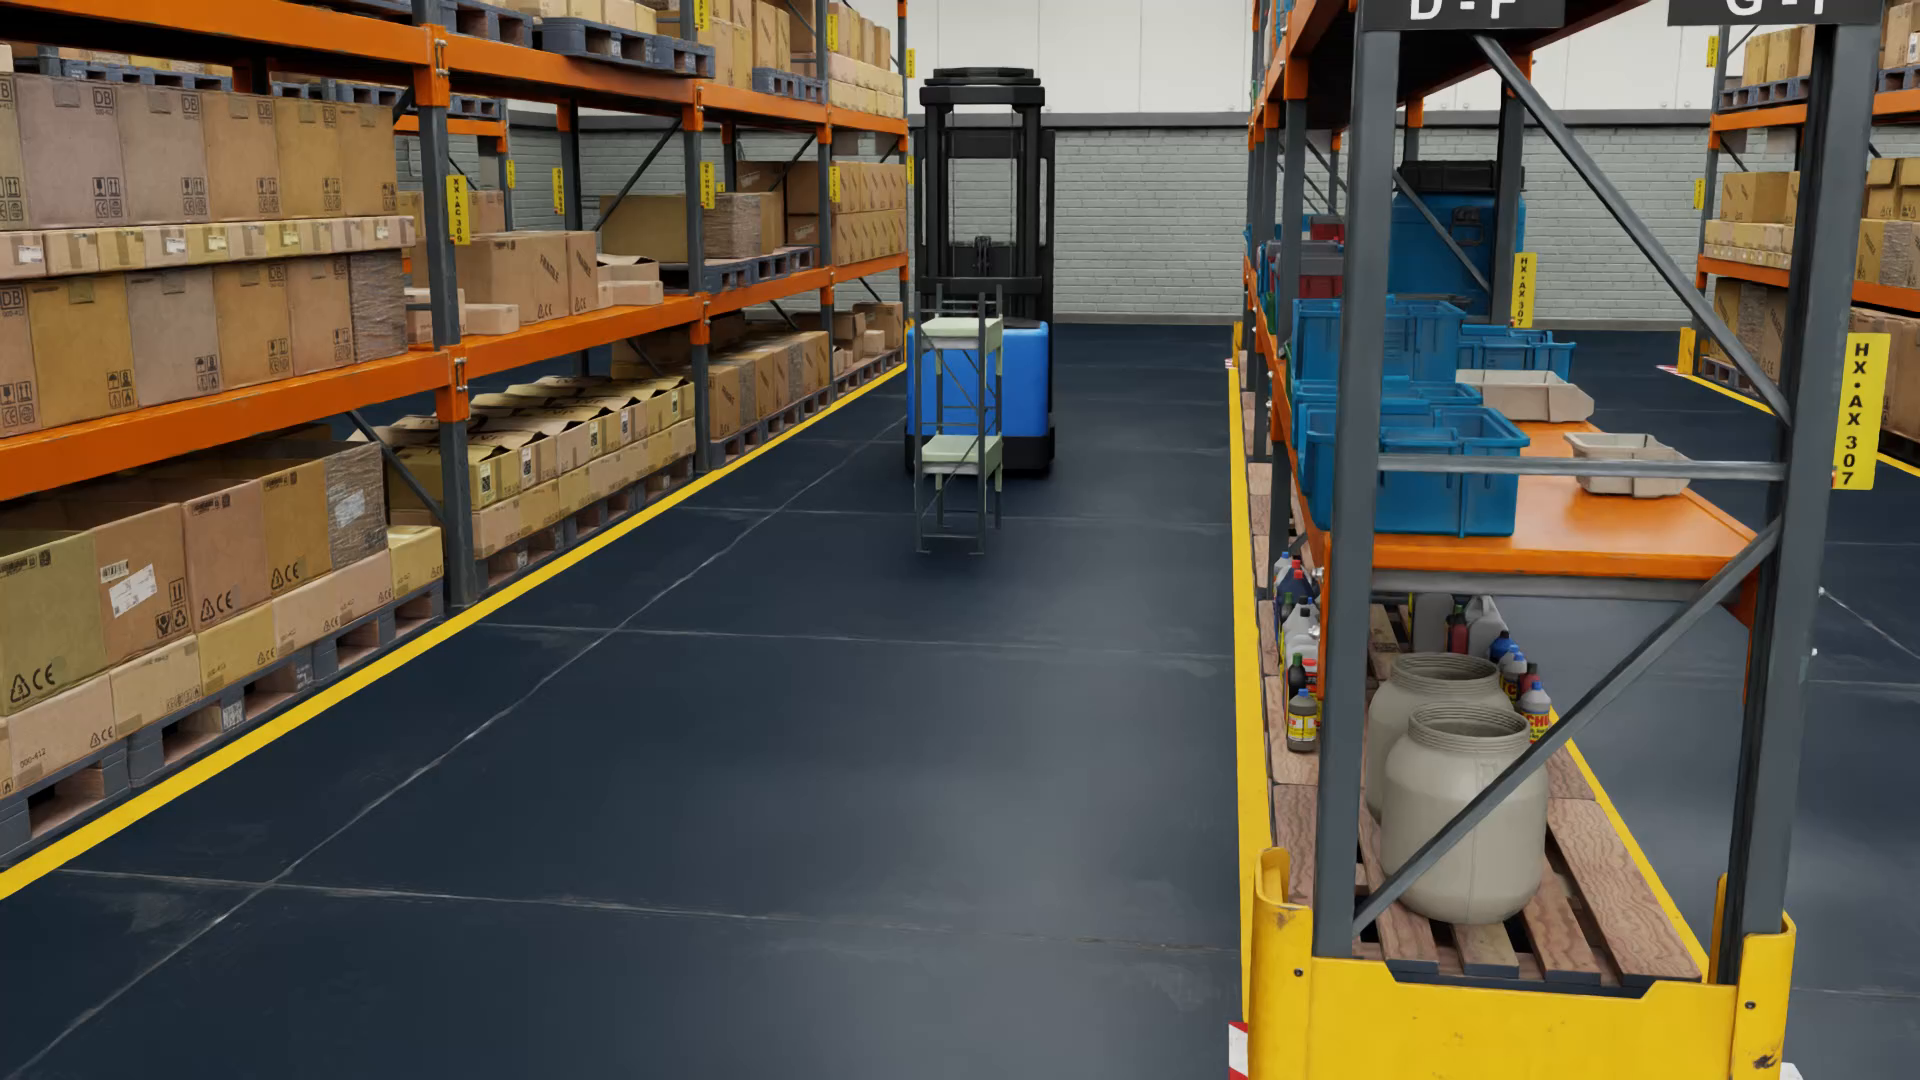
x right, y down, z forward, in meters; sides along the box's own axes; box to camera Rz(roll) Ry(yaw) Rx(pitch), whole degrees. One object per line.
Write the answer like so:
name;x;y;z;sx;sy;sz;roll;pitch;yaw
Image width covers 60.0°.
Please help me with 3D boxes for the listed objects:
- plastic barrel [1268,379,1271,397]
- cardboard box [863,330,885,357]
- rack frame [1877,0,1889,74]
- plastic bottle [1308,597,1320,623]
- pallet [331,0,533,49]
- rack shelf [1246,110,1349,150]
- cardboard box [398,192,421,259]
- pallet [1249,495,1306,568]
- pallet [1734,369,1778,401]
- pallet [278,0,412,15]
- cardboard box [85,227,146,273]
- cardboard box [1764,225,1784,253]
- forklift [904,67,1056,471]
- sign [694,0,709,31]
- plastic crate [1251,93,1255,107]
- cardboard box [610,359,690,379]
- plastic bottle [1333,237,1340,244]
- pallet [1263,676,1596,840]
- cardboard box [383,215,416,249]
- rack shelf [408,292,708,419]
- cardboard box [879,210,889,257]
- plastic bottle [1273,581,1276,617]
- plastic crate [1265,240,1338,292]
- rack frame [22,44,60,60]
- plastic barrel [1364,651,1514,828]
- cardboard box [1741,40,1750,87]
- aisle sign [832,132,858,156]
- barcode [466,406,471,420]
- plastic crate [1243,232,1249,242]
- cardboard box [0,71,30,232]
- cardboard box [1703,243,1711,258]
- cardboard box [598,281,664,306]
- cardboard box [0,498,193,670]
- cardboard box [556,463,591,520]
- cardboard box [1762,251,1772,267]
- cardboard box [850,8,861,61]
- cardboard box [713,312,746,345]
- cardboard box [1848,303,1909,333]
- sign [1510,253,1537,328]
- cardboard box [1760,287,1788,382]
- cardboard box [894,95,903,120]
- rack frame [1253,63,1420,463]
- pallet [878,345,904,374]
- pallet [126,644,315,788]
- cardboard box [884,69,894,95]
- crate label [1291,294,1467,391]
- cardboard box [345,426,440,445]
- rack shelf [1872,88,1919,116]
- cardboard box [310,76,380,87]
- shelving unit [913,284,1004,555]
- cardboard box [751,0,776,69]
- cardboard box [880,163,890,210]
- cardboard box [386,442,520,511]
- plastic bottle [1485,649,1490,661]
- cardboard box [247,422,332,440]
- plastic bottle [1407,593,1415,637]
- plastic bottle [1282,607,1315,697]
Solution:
plastic barrel;3.061;-1.714;14.813;0.600;0.901;0.708;2;12;9
cardboard box;-1.133;-2.195;18.539;0.500;0.250;0.500;2;12;9
rack frame;8.055;-5.420;13.782;1.000;3.000;0.127;2;12;9
plastic bottle;1.382;0.362;6.625;0.097;0.271;0.097;0;12;0
pallet;-2.840;-2.700;8.738;0.805;0.209;1.217;1;12;6
rack shelf;3.469;-4.179;16.850;1.077;0.370;4.000;2;12;9
cardboard box;-6.410;-3.379;17.842;0.980;0.700;0.700;2;12;7
pallet;2.199;-0.039;9.671;1.003;0.211;1.213;2;12;9
pallet;8.435;-1.534;16.612;1.003;0.211;1.213;2;12;9
pallet;-3.068;-2.388;7.045;1.003;0.211;1.213;2;12;9
cardboard box;-3.109;-1.020;5.828;0.380;0.149;0.250;2;12;8
cardboard box;8.020;-2.874;15.858;0.500;0.250;0.500;2;12;10
forklift;0.203;-2.196;13.228;1.130;2.935;3.031;1;12;3
sign;-1.800;-3.714;11.573;0.100;0.325;0.005;2;12;9
plastic crate;2.981;-4.262;16.156;0.293;0.136;0.466;2;12;9
cardboard box;-2.436;-1.172;13.199;0.500;0.500;0.500;2;12;11
plastic bottle;3.173;-2.388;14.070;0.144;0.351;0.185;2;12;9
pallet;1.601;0.774;5.901;1.003;0.211;1.213;2;12;9
cardboard box;-2.793;-1.446;7.806;0.380;0.149;0.250;2;12;9
rack shelf;-2.655;-1.208;10.187;1.077;0.370;4.000;2;12;9
cardboard box;-1.076;-3.377;18.304;0.500;0.500;0.500;2;12;9
plastic bottle;1.433;0.244;7.340;0.097;0.201;0.097;0;12;0
plastic crate;1.995;-1.520;9.773;0.402;0.464;0.583;2;12;9
rack frame;-7.243;-5.069;12.152;1.000;3.000;0.127;2;12;9
plastic barrel;1.419;0.617;4.917;0.421;0.512;0.421;0;12;0
cardboard box;8.644;-4.979;17.386;0.700;0.500;0.500;1;12;5
aisle sign;-1.397;-4.936;19.607;0.394;0.787;0.004;2;12;9
barcode;-2.512;-0.646;8.479;0.001;0.075;0.075;2;12;9
plastic crate;3.312;-3.250;18.209;0.416;0.233;0.300;2;12;9
cardboard box;-3.410;-1.211;5.178;0.700;0.500;0.500;2;12;7
cardboard box;8.290;-3.134;18.011;0.380;0.149;0.250;2;12;9
cardboard box;-2.213;-1.657;11.159;0.380;0.149;0.250;2;12;9
cardboard box;-3.136;0.148;5.935;0.500;0.500;0.500;2;12;9
cardboard box;-2.499;-0.295;9.772;0.500;0.250;0.500;1;12;7
cardboard box;7.976;-2.706;16.026;0.380;0.149;0.250;2;12;8
cardboard box;-1.408;-5.119;16.896;0.700;0.500;0.500;2;12;9
cardboard box;-2.201;-1.868;14.648;0.500;0.250;0.500;2;12;9
cardboard box;7.977;-1.520;13.972;1.225;0.875;0.875;2;12;9
sign;2.473;-1.097;7.309;0.100;0.325;0.005;2;12;9
cardboard box;8.374;-1.976;16.088;0.875;0.875;0.875;2;12;9
cardboard box;-0.936;-4.919;18.935;0.500;0.250;0.500;2;12;9
rack frame;2.546;-1.815;11.295;1.000;3.000;0.127;2;12;9
pallet;-1.251;-2.096;19.221;1.003;0.211;1.213;2;12;9
pallet;-3.312;0.638;6.530;1.003;0.211;1.213;2;12;9
cardboard box;-1.021;-5.060;18.400;0.500;0.250;0.500;2;12;9
crate label;1.332;-0.559;5.382;0.502;0.435;0.616;2;12;9
cardboard box;-3.110;-0.481;9.304;0.500;0.311;0.500;2;12;10
rack shelf;7.748;-3.185;12.242;1.077;0.370;4.000;2;12;9
cardboard box;-6.261;-4.751;16.921;0.500;0.250;0.500;2;12;8
shelving unit;-0.001;-0.732;9.829;0.431;1.500;0.755;2;12;9
cardboard box;-1.963;-4.336;14.401;0.600;0.600;0.600;2;12;8
cardboard box;-1.066;-3.864;18.194;0.500;0.500;0.500;2;12;10
cardboard box;-2.653;-0.357;8.728;0.500;0.311;0.500;2;12;9
plastic bottle;2.018;0.480;6.242;0.097;0.201;0.097;0;12;0
cardboard box;-3.343;-0.285;7.945;0.500;0.500;0.500;2;12;9
plastic bottle;1.974;0.236;7.020;0.144;0.351;0.185;2;12;9
plastic bottle;1.274;0.419;6.174;0.144;0.351;0.185;2;12;11
